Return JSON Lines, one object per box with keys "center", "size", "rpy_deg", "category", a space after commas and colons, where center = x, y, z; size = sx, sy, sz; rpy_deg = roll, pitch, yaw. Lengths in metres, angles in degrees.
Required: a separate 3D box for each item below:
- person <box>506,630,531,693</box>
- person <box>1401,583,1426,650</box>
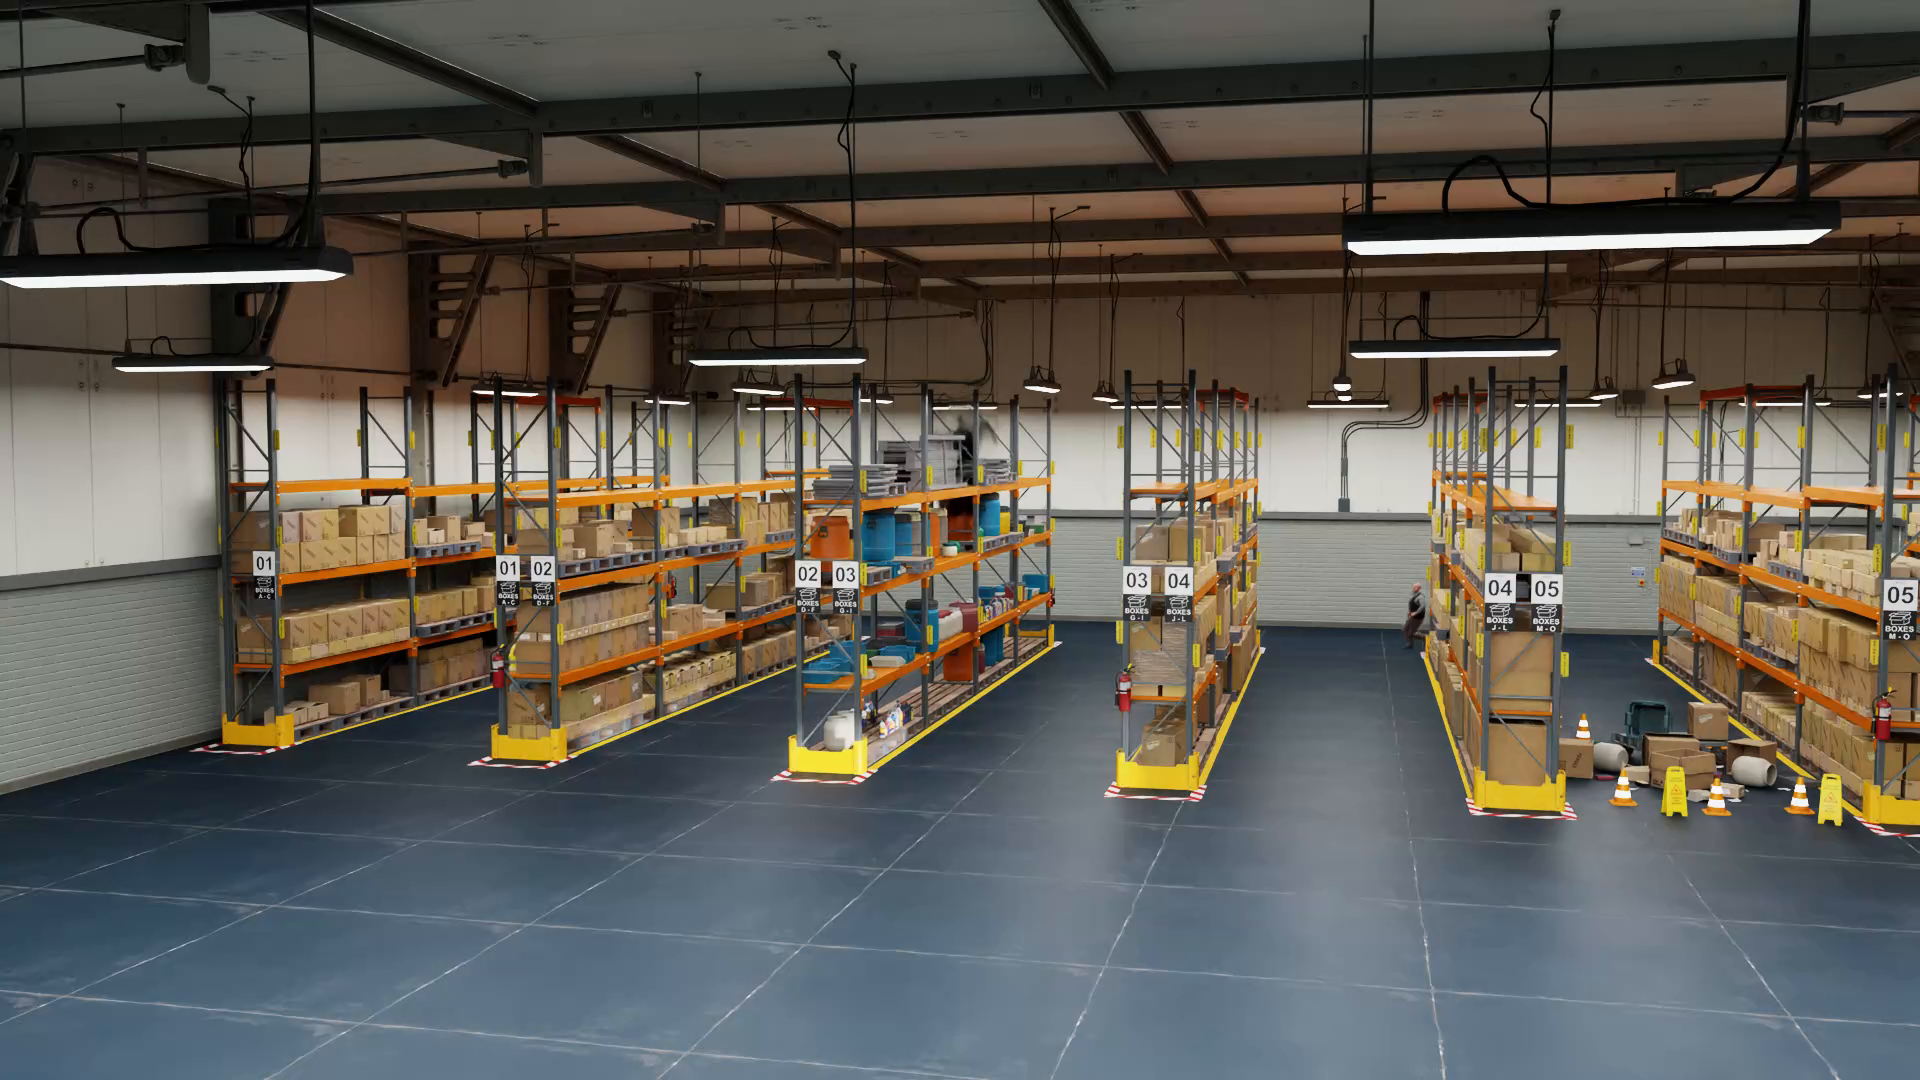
{"center": [-7.604, 2.402, 28.800], "size": [0.699, 1.769, 0.921], "rpy_deg": [1, 3, 9], "category": "person"}
{"center": [10.903, 1.831, 39.478], "size": [0.690, 1.660, 0.735], "rpy_deg": [0, 3, -1], "category": "person"}
